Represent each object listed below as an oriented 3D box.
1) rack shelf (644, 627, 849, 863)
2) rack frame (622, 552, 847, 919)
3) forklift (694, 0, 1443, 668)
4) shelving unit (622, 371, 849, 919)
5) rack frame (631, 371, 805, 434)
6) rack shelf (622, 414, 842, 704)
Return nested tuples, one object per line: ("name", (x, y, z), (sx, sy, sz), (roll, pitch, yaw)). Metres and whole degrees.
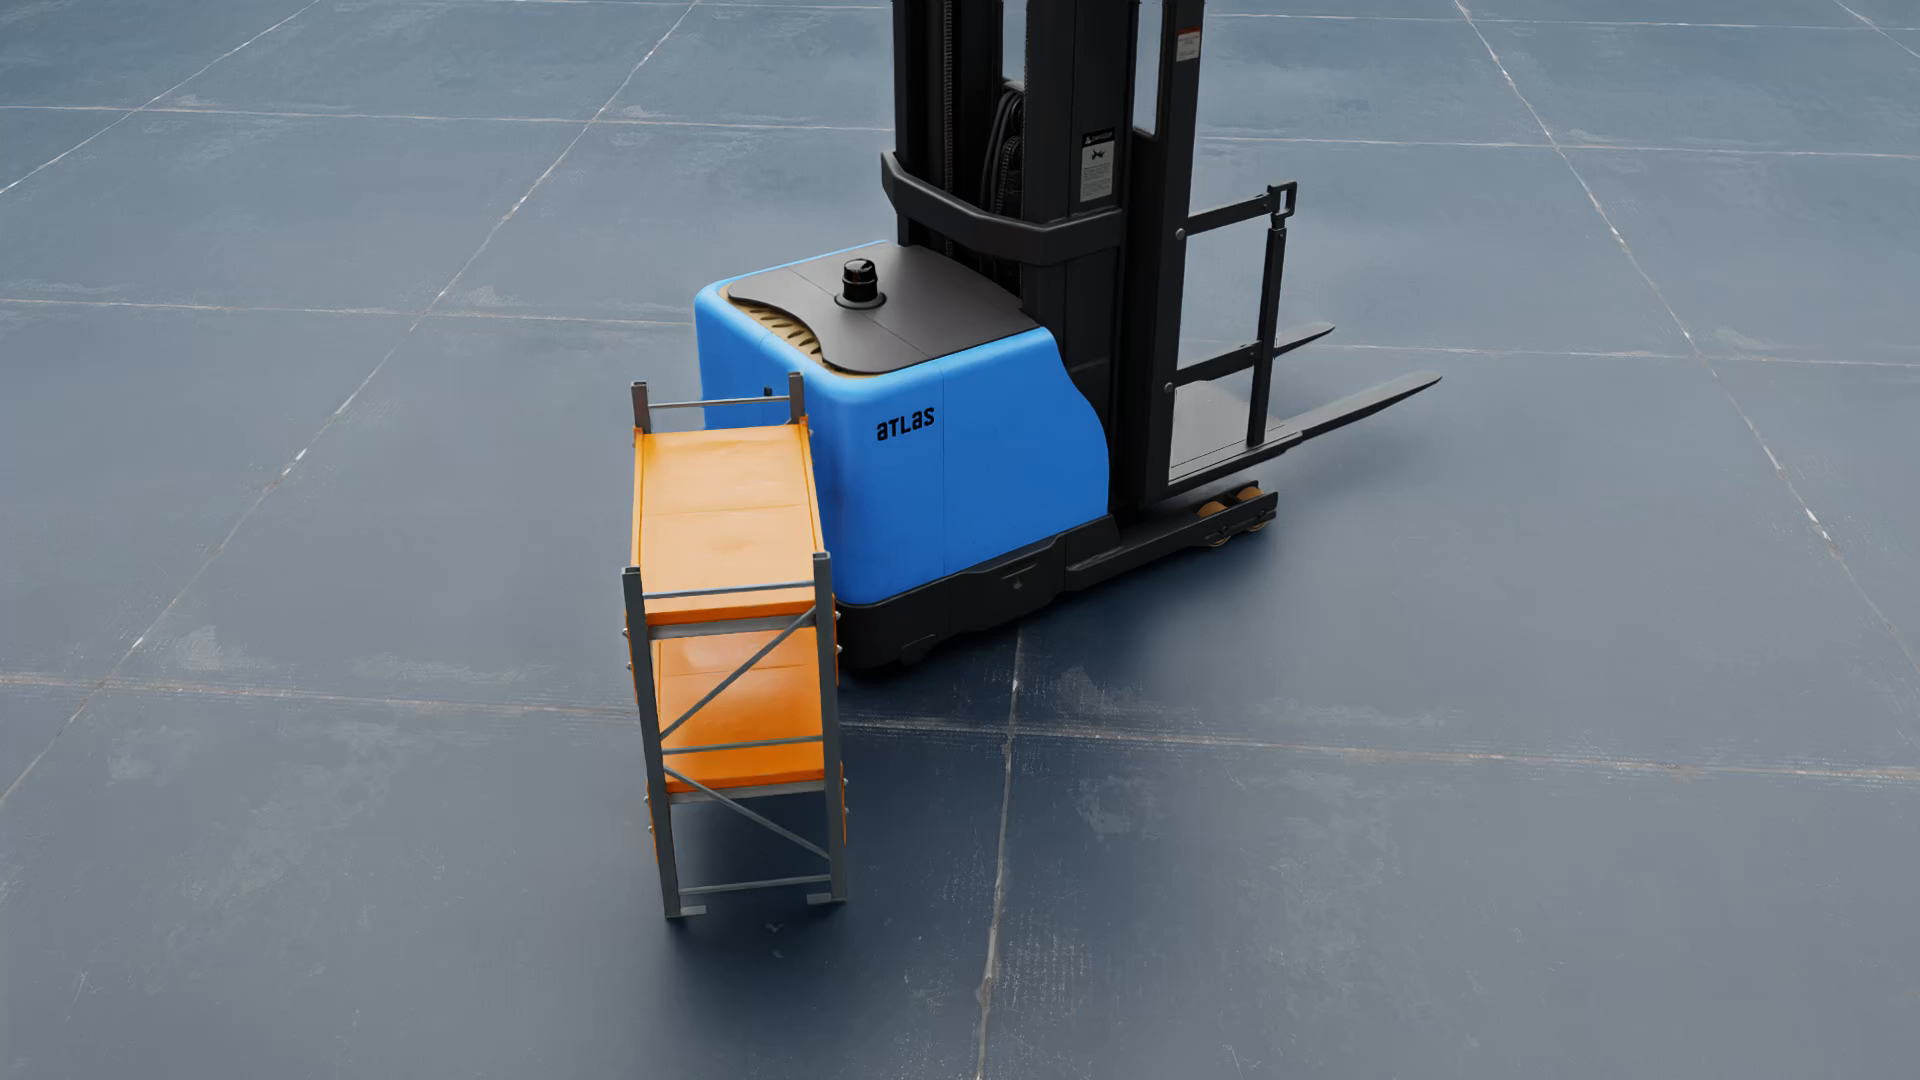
("rack shelf", (-0.637, 0.478, 4.868), (0.538, 0.278, 1.000), (-4, 32, -7))
("rack frame", (-0.564, 0.534, 4.312), (0.500, 1.125, 0.032), (-4, 32, -7))
("forklift", (0.588, -1.428, 5.773), (3.031, 2.935, 1.130), (-20, 37, -29))
("shelving unit", (-0.637, 0.270, 4.740), (0.538, 1.125, 1.048), (-4, 32, -7))
("rack frame", (-0.711, 0.006, 5.168), (0.500, 1.125, 0.032), (-4, 32, -7))
("rack shelf", (-0.637, 0.021, 4.586), (0.538, 0.278, 1.000), (-4, 32, -7))
